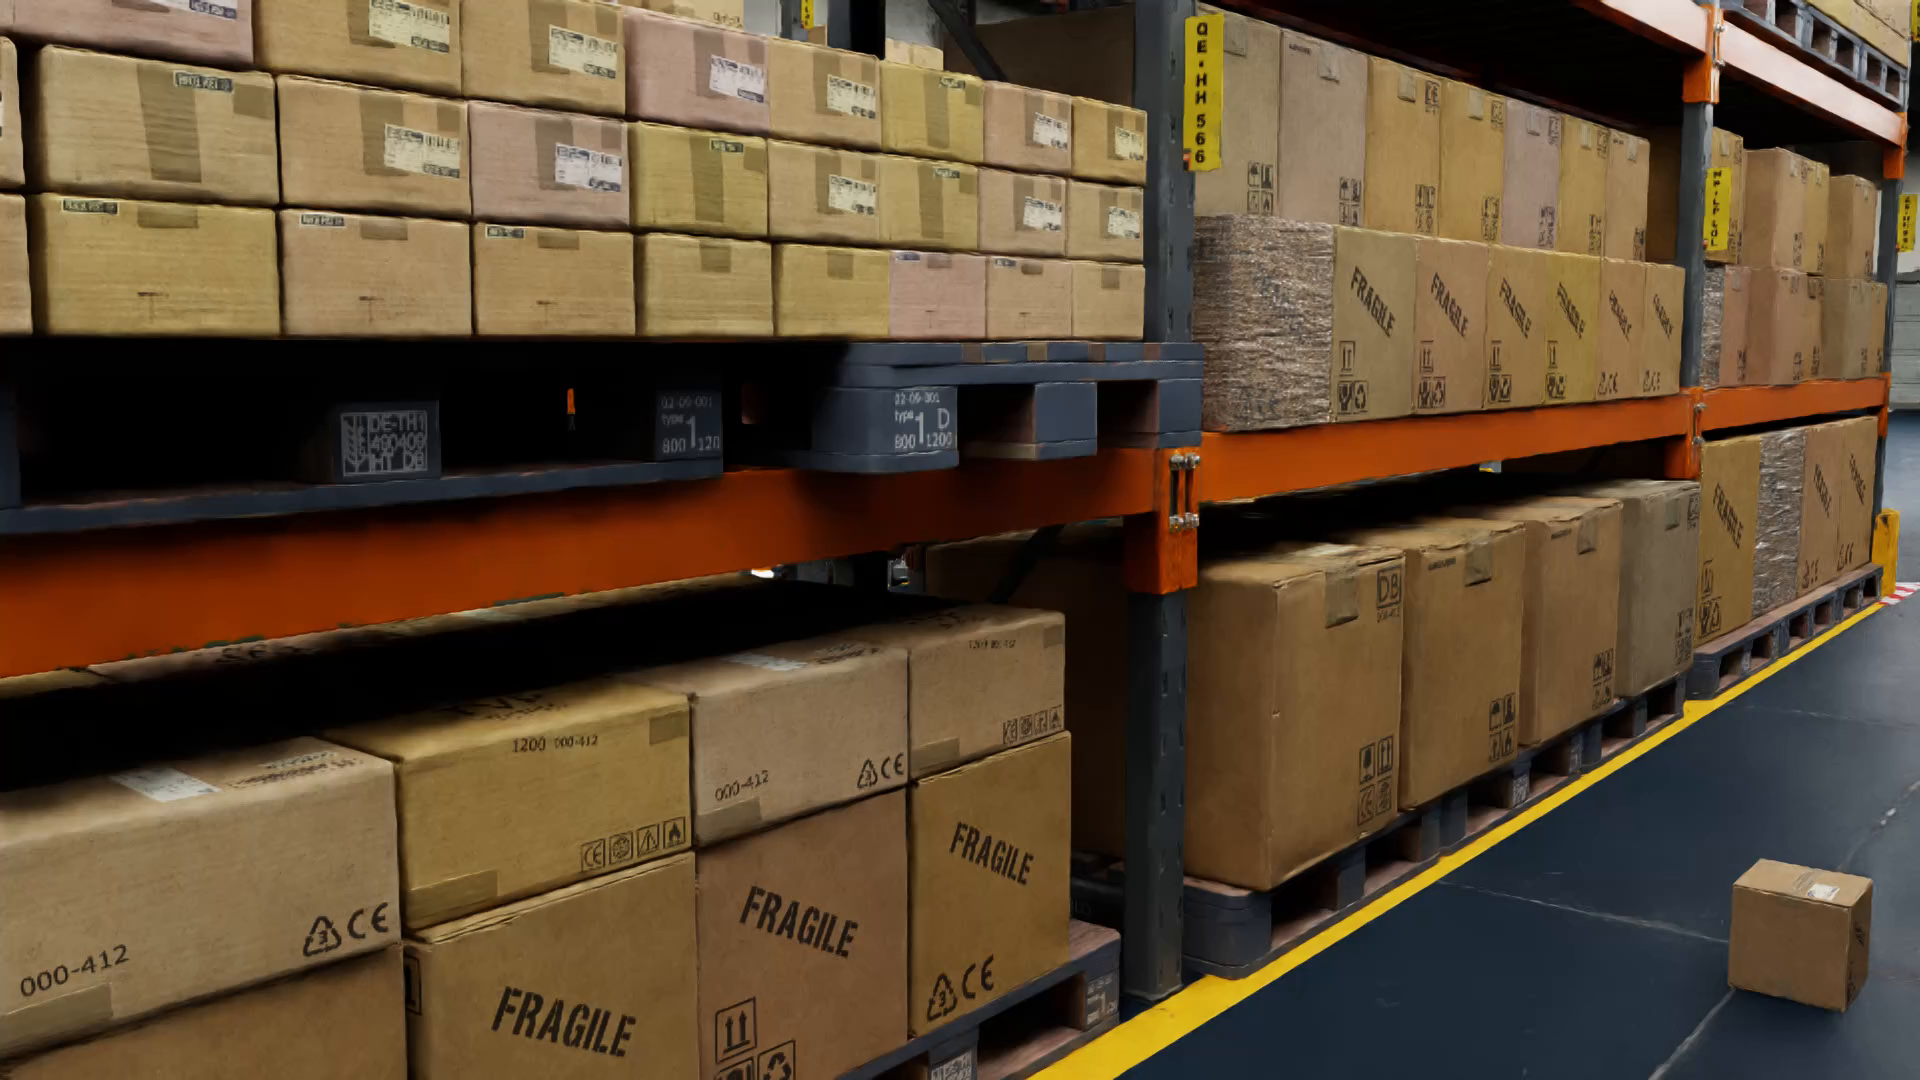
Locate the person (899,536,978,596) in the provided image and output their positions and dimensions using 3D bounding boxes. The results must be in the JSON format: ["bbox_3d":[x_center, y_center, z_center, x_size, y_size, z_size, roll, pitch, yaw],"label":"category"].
[{"bbox_3d":[-0.063,-0.038,6.217,0.351,1.704,0.540,1,7,9],"label":"person"}]
